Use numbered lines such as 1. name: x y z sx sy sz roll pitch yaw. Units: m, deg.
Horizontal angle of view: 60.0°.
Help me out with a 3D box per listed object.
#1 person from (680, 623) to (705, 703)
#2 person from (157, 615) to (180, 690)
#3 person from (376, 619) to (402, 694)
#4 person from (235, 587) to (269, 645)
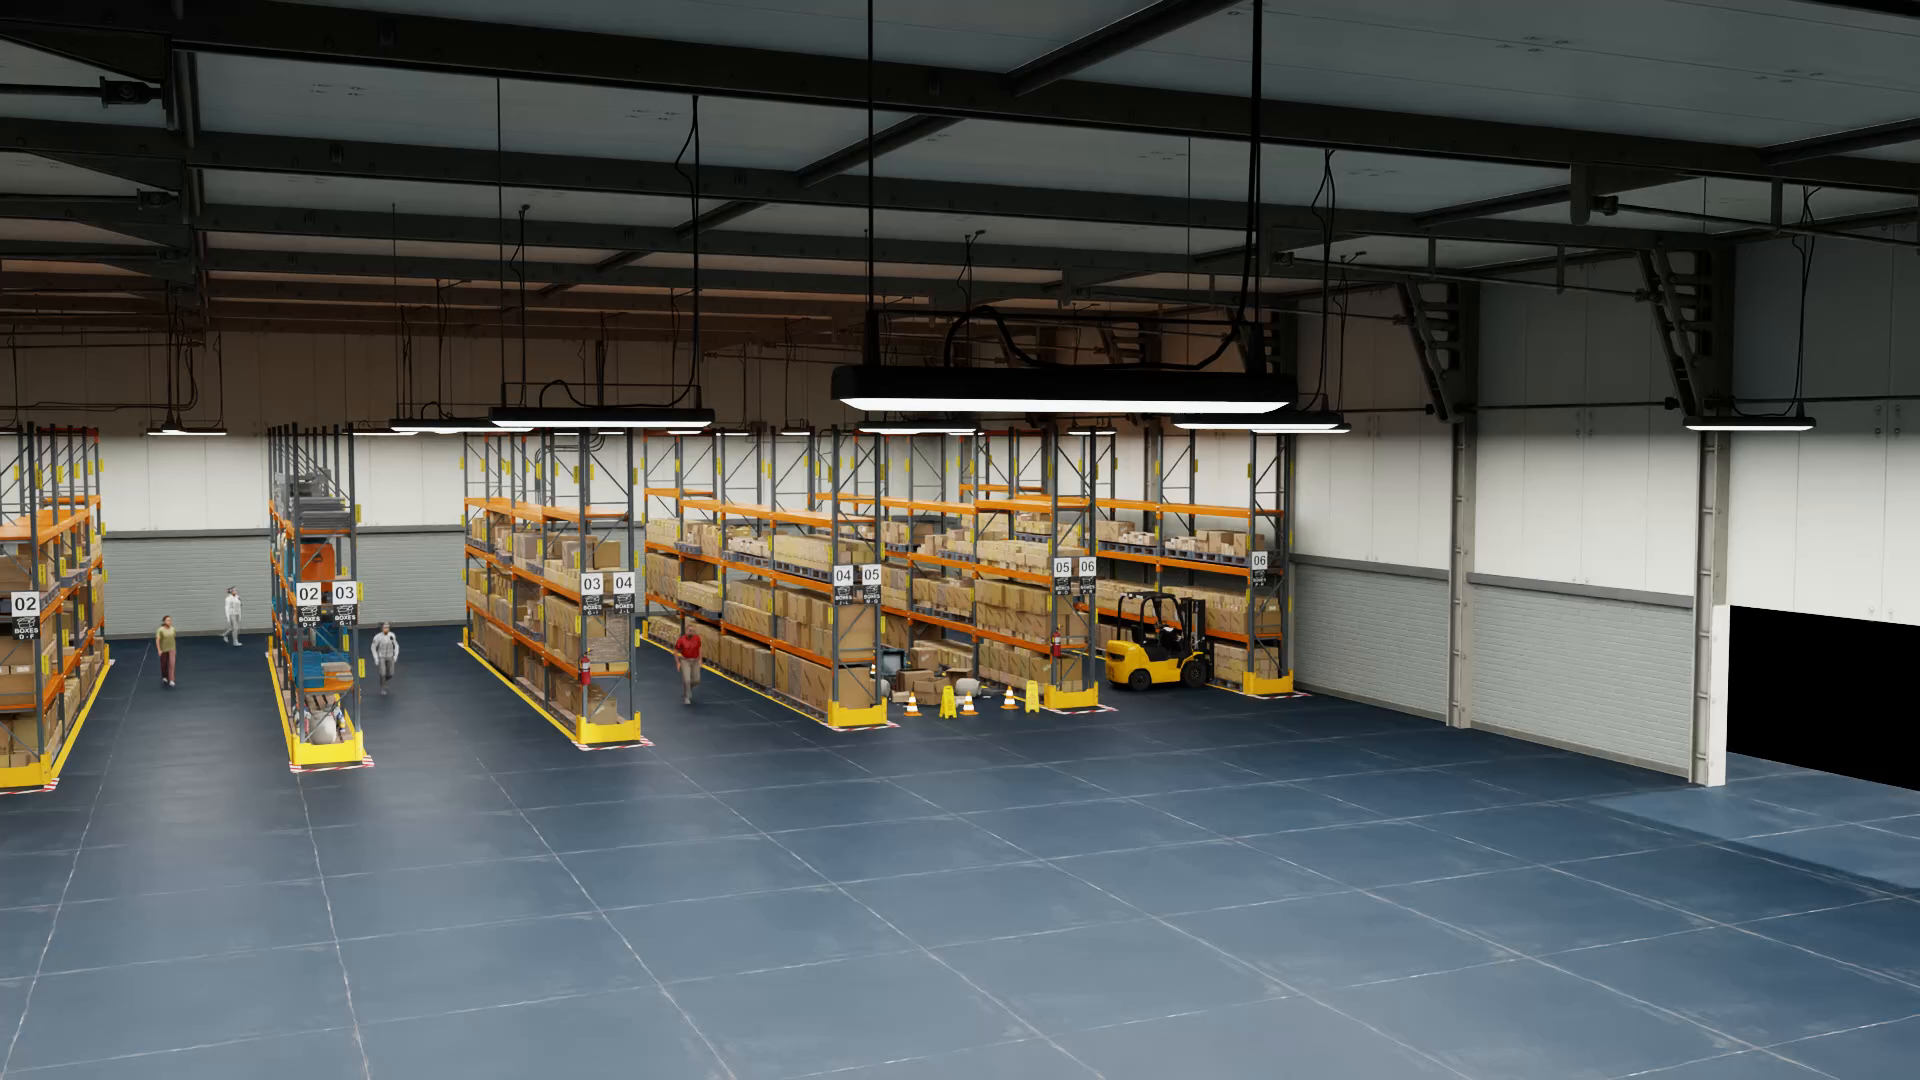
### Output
1. person: -5.812 2.693 36.038 0.476 1.787 0.581 1 4 17
2. person: -18.118 2.571 38.078 0.472 1.705 0.504 -2 4 -29
3. person: -12.835 2.631 37.258 0.518 1.737 0.476 2 4 29
4. person: -19.473 2.088 45.727 1.025 1.623 0.509 1 4 13
